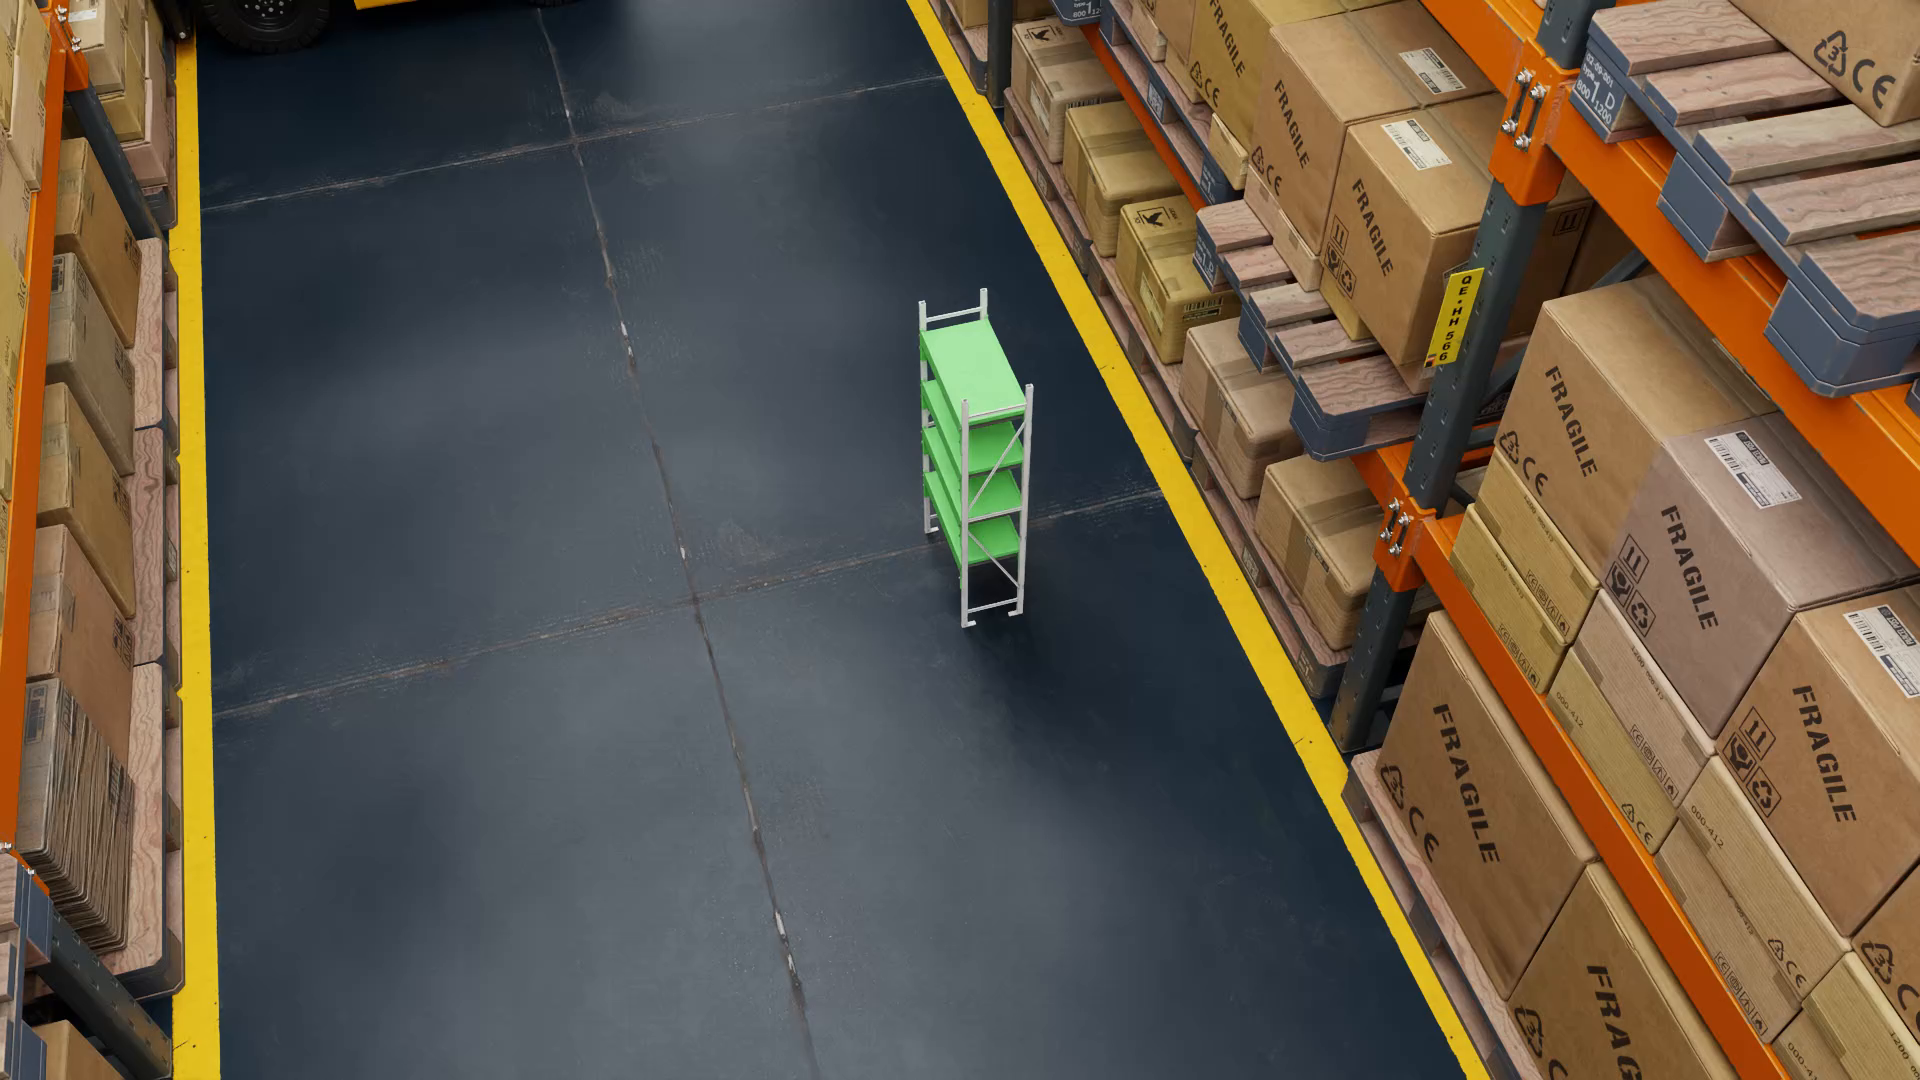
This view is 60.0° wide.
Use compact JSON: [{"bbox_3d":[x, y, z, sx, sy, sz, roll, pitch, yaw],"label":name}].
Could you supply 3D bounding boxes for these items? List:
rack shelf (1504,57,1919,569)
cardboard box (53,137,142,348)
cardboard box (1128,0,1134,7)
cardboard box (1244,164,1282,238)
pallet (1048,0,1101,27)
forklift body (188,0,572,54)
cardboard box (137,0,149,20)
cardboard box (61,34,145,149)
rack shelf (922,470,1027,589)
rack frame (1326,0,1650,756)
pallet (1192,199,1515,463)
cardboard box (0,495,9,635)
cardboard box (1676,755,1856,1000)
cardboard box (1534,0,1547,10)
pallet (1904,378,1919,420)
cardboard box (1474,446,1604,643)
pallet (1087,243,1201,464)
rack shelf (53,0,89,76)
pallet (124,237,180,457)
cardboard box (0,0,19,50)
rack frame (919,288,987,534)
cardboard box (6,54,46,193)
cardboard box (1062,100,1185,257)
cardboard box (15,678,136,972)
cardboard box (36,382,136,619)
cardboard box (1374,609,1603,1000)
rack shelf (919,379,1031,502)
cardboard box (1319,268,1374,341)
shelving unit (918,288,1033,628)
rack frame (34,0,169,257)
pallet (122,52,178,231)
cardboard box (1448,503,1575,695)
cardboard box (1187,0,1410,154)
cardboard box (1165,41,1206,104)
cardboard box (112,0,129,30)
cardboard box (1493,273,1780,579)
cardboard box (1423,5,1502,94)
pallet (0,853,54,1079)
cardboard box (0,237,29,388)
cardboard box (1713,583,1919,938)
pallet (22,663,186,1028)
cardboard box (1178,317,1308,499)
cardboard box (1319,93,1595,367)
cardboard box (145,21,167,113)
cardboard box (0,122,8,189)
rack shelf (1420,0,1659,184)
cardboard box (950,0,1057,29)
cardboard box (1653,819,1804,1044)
[{"bbox_3d":[2.404,0.364,2.779,1.077,0.370,4.000,-13,51,-11],"label":"rack shelf"},{"bbox_3d":[-3.946,-1.149,6.825,0.875,0.625,0.625,-11,51,-9],"label":"cardboard box"},{"bbox_3d":[0.821,-2.110,6.246,0.380,0.149,0.250,-13,51,-11],"label":"cardboard box"},{"bbox_3d":[1.158,-1.141,5.429,0.380,0.149,0.250,-16,52,-13],"label":"cardboard box"},{"bbox_3d":[0.716,-2.630,6.920,1.003,0.211,1.213,-13,51,-11],"label":"pallet"},{"bbox_3d":[-2.991,-3.833,8.365,2.313,2.155,1.214,-13,51,-11],"label":"forklift body"},{"bbox_3d":[-4.248,-2.728,8.075,0.500,0.250,0.500,-14,51,-11],"label":"cardboard box"},{"bbox_3d":[-3.959,-1.991,7.453,0.500,0.250,0.500,-14,51,-11],"label":"cardboard box"},{"bbox_3d":[0.049,-0.070,6.211,0.258,0.148,0.480,-13,51,-11],"label":"rack shelf"},{"bbox_3d":[1.812,-0.361,4.882,1.000,3.000,0.127,-13,51,-11],"label":"rack frame"},{"bbox_3d":[1.500,-0.796,5.374,1.213,0.211,1.003,-13,51,-11],"label":"pallet"},{"bbox_3d":[-2.970,0.064,4.622,0.500,0.250,0.500,-14,51,-12],"label":"cardboard box"},{"bbox_3d":[2.014,0.696,3.762,0.500,0.250,0.500,-13,51,-11],"label":"cardboard box"},{"bbox_3d":[1.519,-1.430,3.986,0.380,0.149,0.250,-13,51,-11],"label":"cardboard box"},{"bbox_3d":[2.387,0.007,2.734,1.003,0.211,1.213,-11,51,-9],"label":"pallet"},{"bbox_3d":[1.726,-0.048,4.390,0.500,0.250,0.500,-14,51,-11],"label":"cardboard box"},{"bbox_3d":[1.225,-0.923,7.180,1.003,0.211,1.213,-13,51,-11],"label":"pallet"},{"bbox_3d":[-4.703,-3.387,7.903,1.077,0.370,4.000,-13,51,-11],"label":"rack shelf"},{"bbox_3d":[-3.856,-0.730,7.017,1.003,0.211,1.213,-13,51,-11],"label":"pallet"},{"bbox_3d":[-3.722,-1.970,6.010,0.500,0.250,0.500,-14,51,-12],"label":"cardboard box"},{"bbox_3d":[-0.023,-0.444,6.129,0.240,1.200,0.015,-13,51,-11],"label":"rack frame"},{"bbox_3d":[-3.558,-1.435,5.885,0.500,0.250,0.500,-14,51,-11],"label":"cardboard box"},{"bbox_3d":[1.003,-1.664,7.425,0.950,0.372,0.625,-10,51,-9],"label":"cardboard box"},{"bbox_3d":[-3.100,0.935,5.068,0.875,0.625,0.625,-12,51,-10],"label":"cardboard box"},{"bbox_3d":[-3.500,-0.032,5.883,0.875,0.625,0.625,-15,52,-12],"label":"cardboard box"},{"bbox_3d":[1.937,0.711,5.093,0.875,0.875,0.875,-14,51,-11],"label":"cardboard box"},{"bbox_3d":[0.049,-0.379,5.844,0.258,0.148,0.480,-13,51,-11],"label":"rack shelf"},{"bbox_3d":[1.342,-0.782,5.126,0.380,0.149,0.250,-13,51,-10],"label":"cardboard box"},{"bbox_3d":[0.049,-0.266,5.979,0.258,1.200,0.503,-13,51,-11],"label":"shelving unit"},{"bbox_3d":[-4.111,-2.158,6.397,1.000,3.000,0.127,-13,51,-11],"label":"rack frame"},{"bbox_3d":[-4.306,-1.849,7.961,1.003,0.211,1.213,-13,51,-11],"label":"pallet"},{"bbox_3d":[1.717,0.101,4.591,0.500,0.250,0.500,-14,51,-12],"label":"cardboard box"},{"bbox_3d":[1.099,-1.638,5.424,0.500,0.500,0.500,-16,52,-13],"label":"cardboard box"},{"bbox_3d":[0.957,-1.716,5.914,0.380,0.149,0.250,-15,51,-12],"label":"cardboard box"},{"bbox_3d":[-4.096,-2.529,7.580,0.500,0.250,0.500,-13,51,-11],"label":"cardboard box"},{"bbox_3d":[1.725,-0.300,4.112,0.500,0.500,0.500,-15,51,-12],"label":"cardboard box"},{"bbox_3d":[1.739,-1.385,5.211,0.500,0.500,0.500,-11,51,-9],"label":"cardboard box"},{"bbox_3d":[-2.661,1.305,3.603,1.213,0.211,1.003,-13,51,-11],"label":"pallet"},{"bbox_3d":[-3.281,-0.690,5.257,0.500,0.250,0.500,-12,51,-10],"label":"cardboard box"},{"bbox_3d":[2.019,0.441,3.487,0.500,0.500,0.500,-12,51,-10],"label":"cardboard box"},{"bbox_3d":[-3.134,1.052,5.515,1.003,0.211,1.213,-13,51,-11],"label":"pallet"},{"bbox_3d":[1.429,-0.602,6.529,0.950,0.372,0.625,-14,51,-12],"label":"cardboard box"},{"bbox_3d":[1.412,-0.894,4.797,0.500,0.500,0.500,-15,51,-12],"label":"cardboard box"},{"bbox_3d":[-4.103,-2.203,7.958,0.500,0.250,0.500,-14,51,-12],"label":"cardboard box"},{"bbox_3d":[-3.417,-1.221,5.378,0.500,0.250,0.500,-12,51,-10],"label":"cardboard box"},{"bbox_3d":[1.221,-2.557,5.242,1.077,0.370,4.000,-13,51,-11],"label":"rack shelf"},{"bbox_3d":[0.198,-2.903,8.549,0.500,0.250,0.500,-11,51,-9],"label":"cardboard box"},{"bbox_3d":[2.035,0.857,3.954,0.500,0.250,0.500,-12,51,-10],"label":"cardboard box"}]
